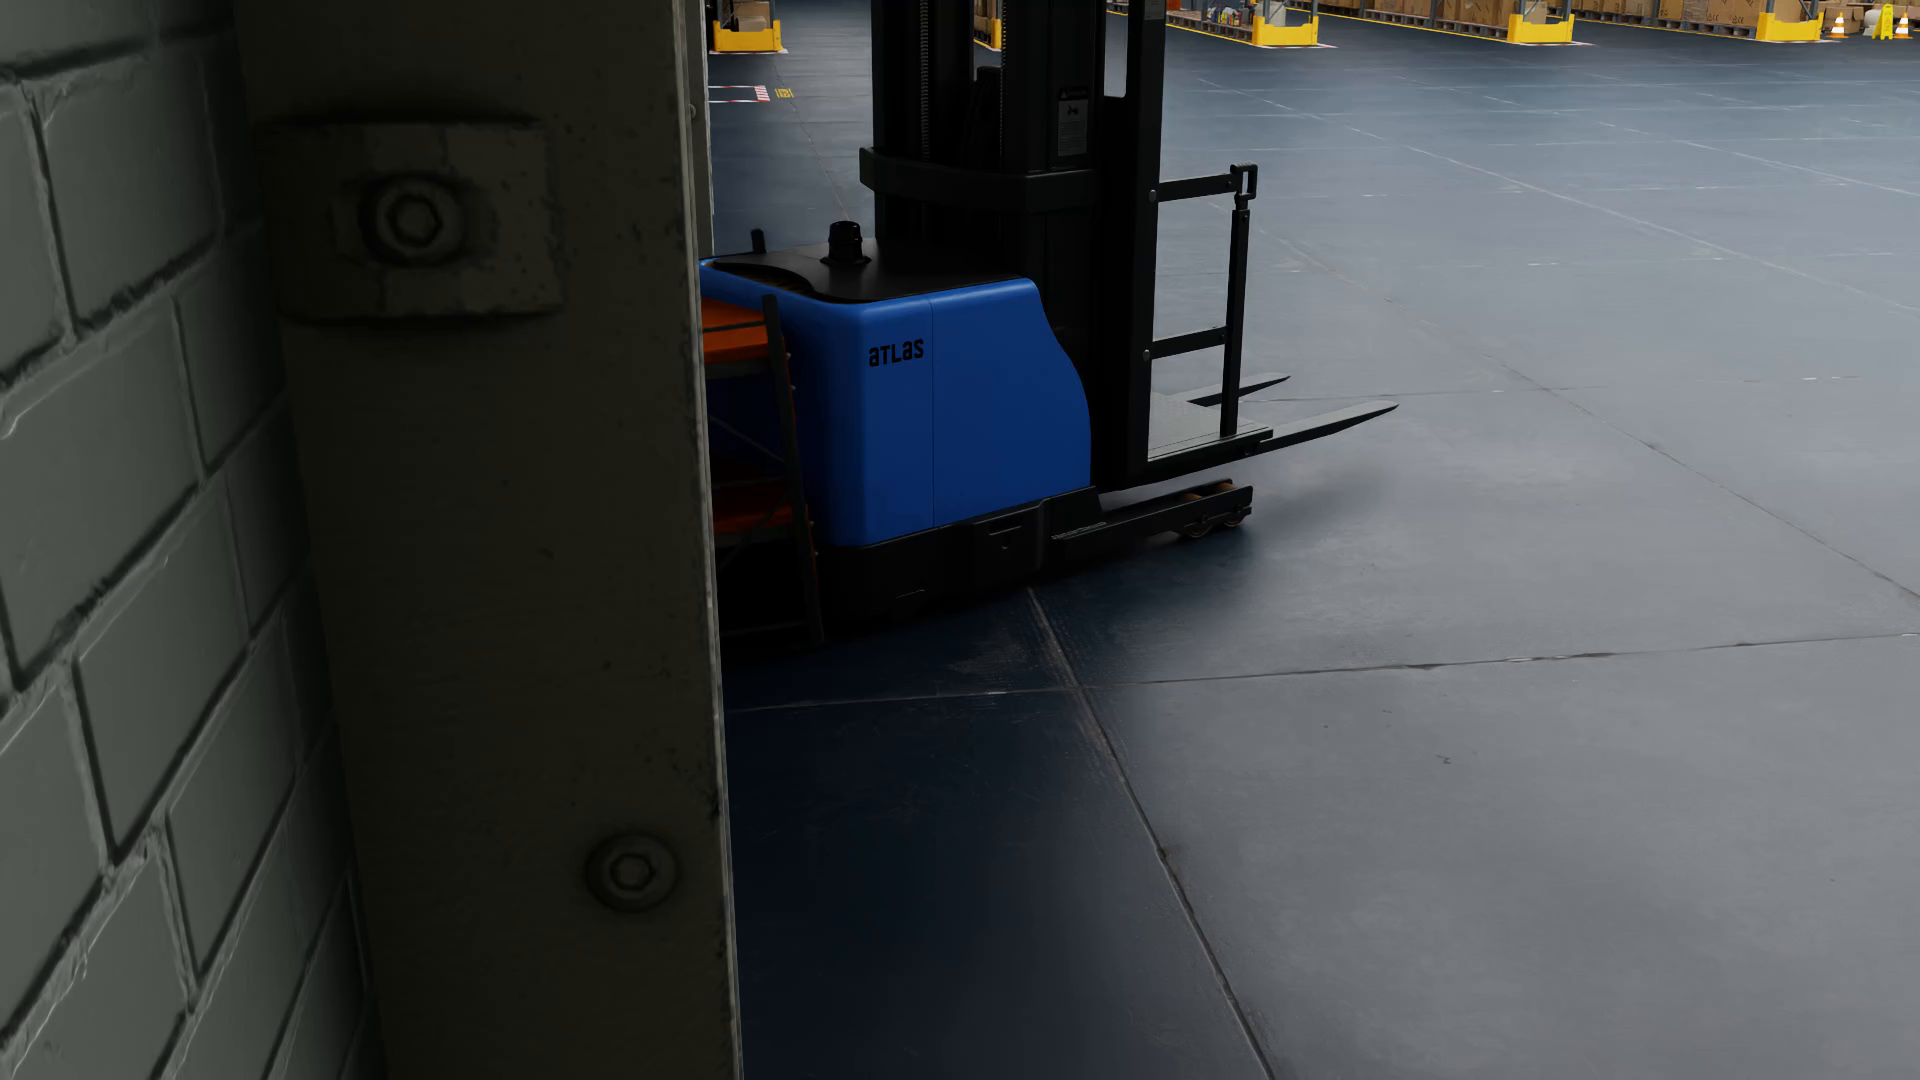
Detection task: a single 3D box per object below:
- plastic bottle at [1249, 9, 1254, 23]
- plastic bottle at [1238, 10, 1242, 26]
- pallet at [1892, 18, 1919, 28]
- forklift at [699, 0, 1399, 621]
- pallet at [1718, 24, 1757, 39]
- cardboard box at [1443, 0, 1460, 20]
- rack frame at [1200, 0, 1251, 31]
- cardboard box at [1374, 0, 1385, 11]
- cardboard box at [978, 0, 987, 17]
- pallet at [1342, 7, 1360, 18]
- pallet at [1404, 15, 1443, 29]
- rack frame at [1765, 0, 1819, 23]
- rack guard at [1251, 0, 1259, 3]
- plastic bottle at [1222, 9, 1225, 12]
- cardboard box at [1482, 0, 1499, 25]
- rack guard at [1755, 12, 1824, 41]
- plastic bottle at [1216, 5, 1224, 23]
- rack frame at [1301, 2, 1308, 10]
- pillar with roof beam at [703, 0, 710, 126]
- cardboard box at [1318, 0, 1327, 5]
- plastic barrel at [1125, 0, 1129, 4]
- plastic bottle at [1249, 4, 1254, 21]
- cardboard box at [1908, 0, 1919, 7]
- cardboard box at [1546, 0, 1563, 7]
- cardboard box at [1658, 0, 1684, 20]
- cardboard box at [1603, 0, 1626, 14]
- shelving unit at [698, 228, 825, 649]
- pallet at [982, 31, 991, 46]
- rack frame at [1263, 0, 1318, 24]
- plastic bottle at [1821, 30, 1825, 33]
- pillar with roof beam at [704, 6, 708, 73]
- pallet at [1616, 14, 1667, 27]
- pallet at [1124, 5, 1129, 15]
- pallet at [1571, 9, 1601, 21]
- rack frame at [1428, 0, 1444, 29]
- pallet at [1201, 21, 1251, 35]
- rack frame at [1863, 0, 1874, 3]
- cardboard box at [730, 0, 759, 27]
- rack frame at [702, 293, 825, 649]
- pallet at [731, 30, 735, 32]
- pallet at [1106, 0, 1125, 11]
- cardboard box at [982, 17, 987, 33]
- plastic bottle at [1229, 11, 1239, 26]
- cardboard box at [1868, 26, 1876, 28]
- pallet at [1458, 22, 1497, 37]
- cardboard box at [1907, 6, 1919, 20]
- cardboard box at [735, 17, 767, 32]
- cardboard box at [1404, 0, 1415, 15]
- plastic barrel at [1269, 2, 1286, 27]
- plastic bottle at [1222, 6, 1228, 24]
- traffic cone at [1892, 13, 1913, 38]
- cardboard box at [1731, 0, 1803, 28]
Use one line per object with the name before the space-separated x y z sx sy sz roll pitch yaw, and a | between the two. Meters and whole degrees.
plastic bottle | 5.832 -10.467 33.206 0.061 0.283 0.133 -3 21 -8
plastic bottle | 5.452 -10.190 32.467 0.061 0.283 0.133 -3 21 -8
pallet | 20.317 -11.146 35.758 1.003 0.211 1.213 -3 21 -8
forklift | 0.494 -1.510 6.070 3.031 2.935 1.130 -16 25 -36
pallet | 15.685 -9.980 32.636 1.003 0.211 1.213 -3 21 -8
cardboard box | 10.397 -11.069 34.537 0.500 0.500 0.500 -4 21 -9
rack frame | 5.477 -11.934 33.881 1.000 3.000 0.127 -3 21 -8
cardboard box | 9.918 -12.373 38.000 0.700 0.500 0.500 -4 21 -11
cardboard box | 0.621 -10.076 31.166 0.500 0.500 0.500 -3 21 -8
pallet | 9.763 -12.539 39.487 1.003 0.211 1.213 -3 21 -8
pallet | 10.265 -11.147 35.759 1.003 0.211 1.213 -3 21 -8
rack frame | 15.878 -11.014 31.418 1.000 3.000 0.127 -3 21 -8
rack guard | 8.645 -15.176 46.133 1.175 0.500 0.348 -3 21 -8
plastic bottle | 5.269 -10.447 33.171 0.097 0.271 0.097 0 20 0
cardboard box | 10.690 -10.464 32.919 0.500 0.500 0.500 -1 21 -3
rack guard | 15.881 -9.835 31.833 1.175 0.500 0.348 -3 21 -8
plastic bottle | 5.210 -10.533 33.288 0.144 0.351 0.185 -4 21 -10
rack frame | 9.225 -14.953 41.966 1.000 3.000 0.127 -3 21 -8
pillar with roof beam | 1.283 -9.121 17.775 9.100 9.000 0.400 -3 21 -8
cardboard box | 9.467 -13.625 40.845 1.225 0.875 0.875 -4 21 -10
plastic barrel | 4.386 -13.728 41.084 0.600 0.901 0.708 -3 21 -8
plastic bottle | 5.883 -10.624 33.531 0.144 0.351 0.185 -4 21 -10
cardboard box | 20.165 -11.361 34.605 0.500 0.500 0.500 -2 21 -5
cardboard box | 14.371 -13.024 39.773 0.500 0.500 0.500 -3 21 -8
cardboard box | 15.323 -11.379 34.832 0.875 0.875 0.875 -3 21 -7
cardboard box | 14.988 -12.086 36.904 1.050 0.750 0.750 -3 21 -8
shelving unit | -0.803 -0.343 5.494 0.538 1.125 1.048 -8 22 -6
pallet | 1.000 -9.257 30.699 1.003 0.211 1.213 -3 21 -8
rack frame | 6.054 -10.549 30.173 1.000 3.000 0.127 -3 21 -8
plastic bottle | 17.456 -10.366 33.884 0.133 0.061 0.283 -11 23 -26
pillar with roof beam | 0.418 -11.198 23.337 9.100 9.000 0.400 -3 21 -8
pallet | 15.116 -11.356 36.319 1.003 0.211 1.213 -3 21 -8
pallet | 4.573 -12.705 39.931 1.003 0.211 1.213 -3 21 -8
pallet | 14.764 -12.201 38.581 1.003 0.211 1.213 -3 21 -8
rack frame | 10.379 -12.184 34.550 1.000 3.000 0.127 -3 21 -8
pallet | 5.533 -10.393 33.741 1.003 0.211 1.213 -3 21 -8
rack frame | 20.185 -12.683 35.888 1.000 3.000 0.127 -3 21 -8
cardboard box | -4.137 -10.112 31.947 0.500 0.500 0.500 -4 21 -12
rack frame | -0.728 -0.160 5.026 0.500 1.125 0.032 -8 22 -6
pallet | -4.015 -9.474 31.280 1.003 0.211 1.213 -3 21 -8
pallet | 4.180 -13.650 42.461 1.003 0.211 1.213 -3 21 -8
cardboard box | 0.698 -9.552 30.834 0.500 0.250 0.500 -3 21 -8
plastic bottle | 5.346 -10.181 32.453 0.152 0.276 0.135 -3 21 -7
cardboard box | 18.574 -10.315 33.620 0.380 0.149 0.250 8 22 20
pallet | 10.690 -10.223 33.286 1.003 0.211 1.213 -3 21 -8
cardboard box | 20.170 -11.006 34.727 0.500 0.250 0.500 -3 21 -8
cardboard box | -3.760 -9.240 29.882 0.500 0.311 0.500 -5 21 -14
cardboard box | 10.180 -11.792 36.445 0.700 0.500 0.500 -5 21 -12
plastic barrel | 5.884 -9.804 31.134 0.421 0.512 0.421 0 20 0
plastic bottle | 5.272 -10.386 32.894 0.144 0.351 0.185 -3 21 -8
traffic cone | 18.374 -10.020 32.383 0.336 0.463 0.334 -3 21 -8
cardboard box | 15.715 -10.447 32.336 0.875 0.875 0.875 -3 21 -7
